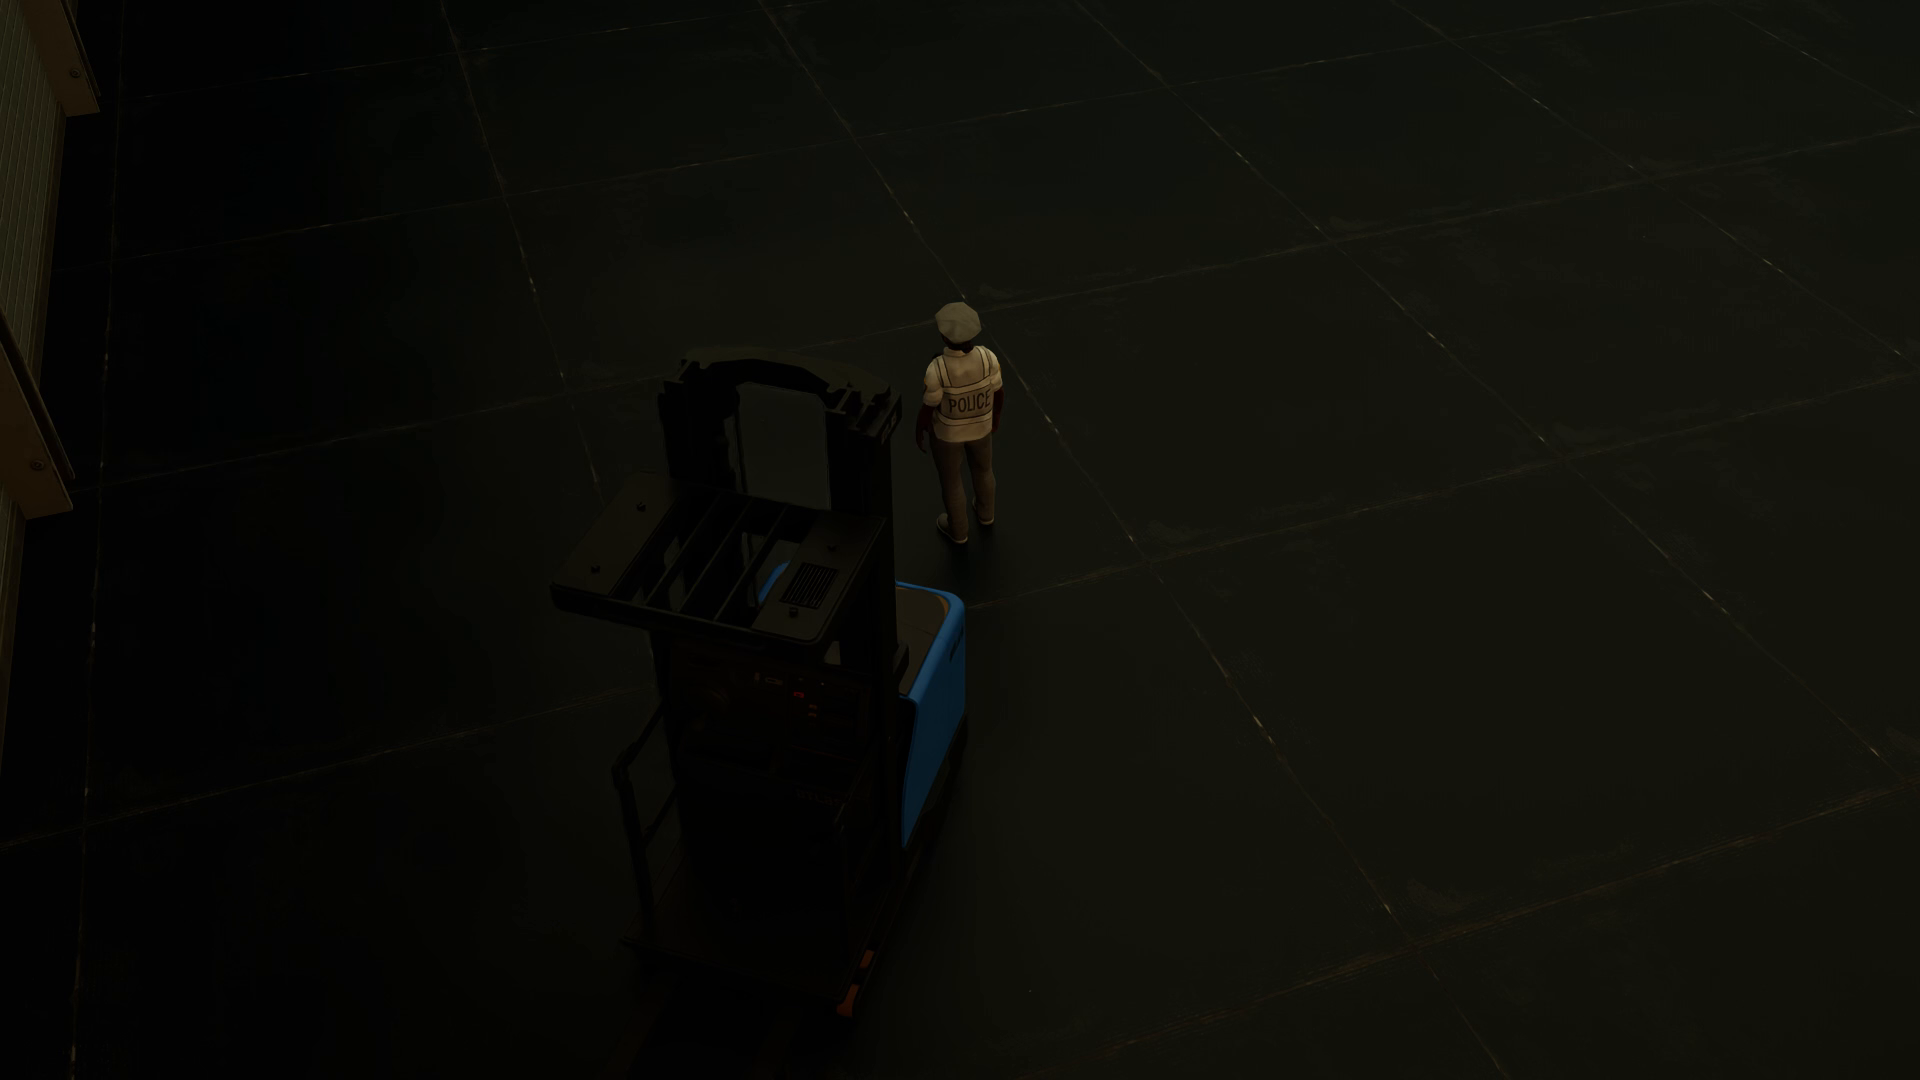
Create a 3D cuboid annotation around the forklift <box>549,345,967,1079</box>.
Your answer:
[{"bbox_3d":[-0.893,0.781,7.066,1.130,2.935,3.031,12,41,13],"label":"forklift"}]

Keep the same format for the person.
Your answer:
[{"bbox_3d":[-0.007,-0.705,9.785,0.569,1.695,0.528,-13,42,-15],"label":"person"}]
